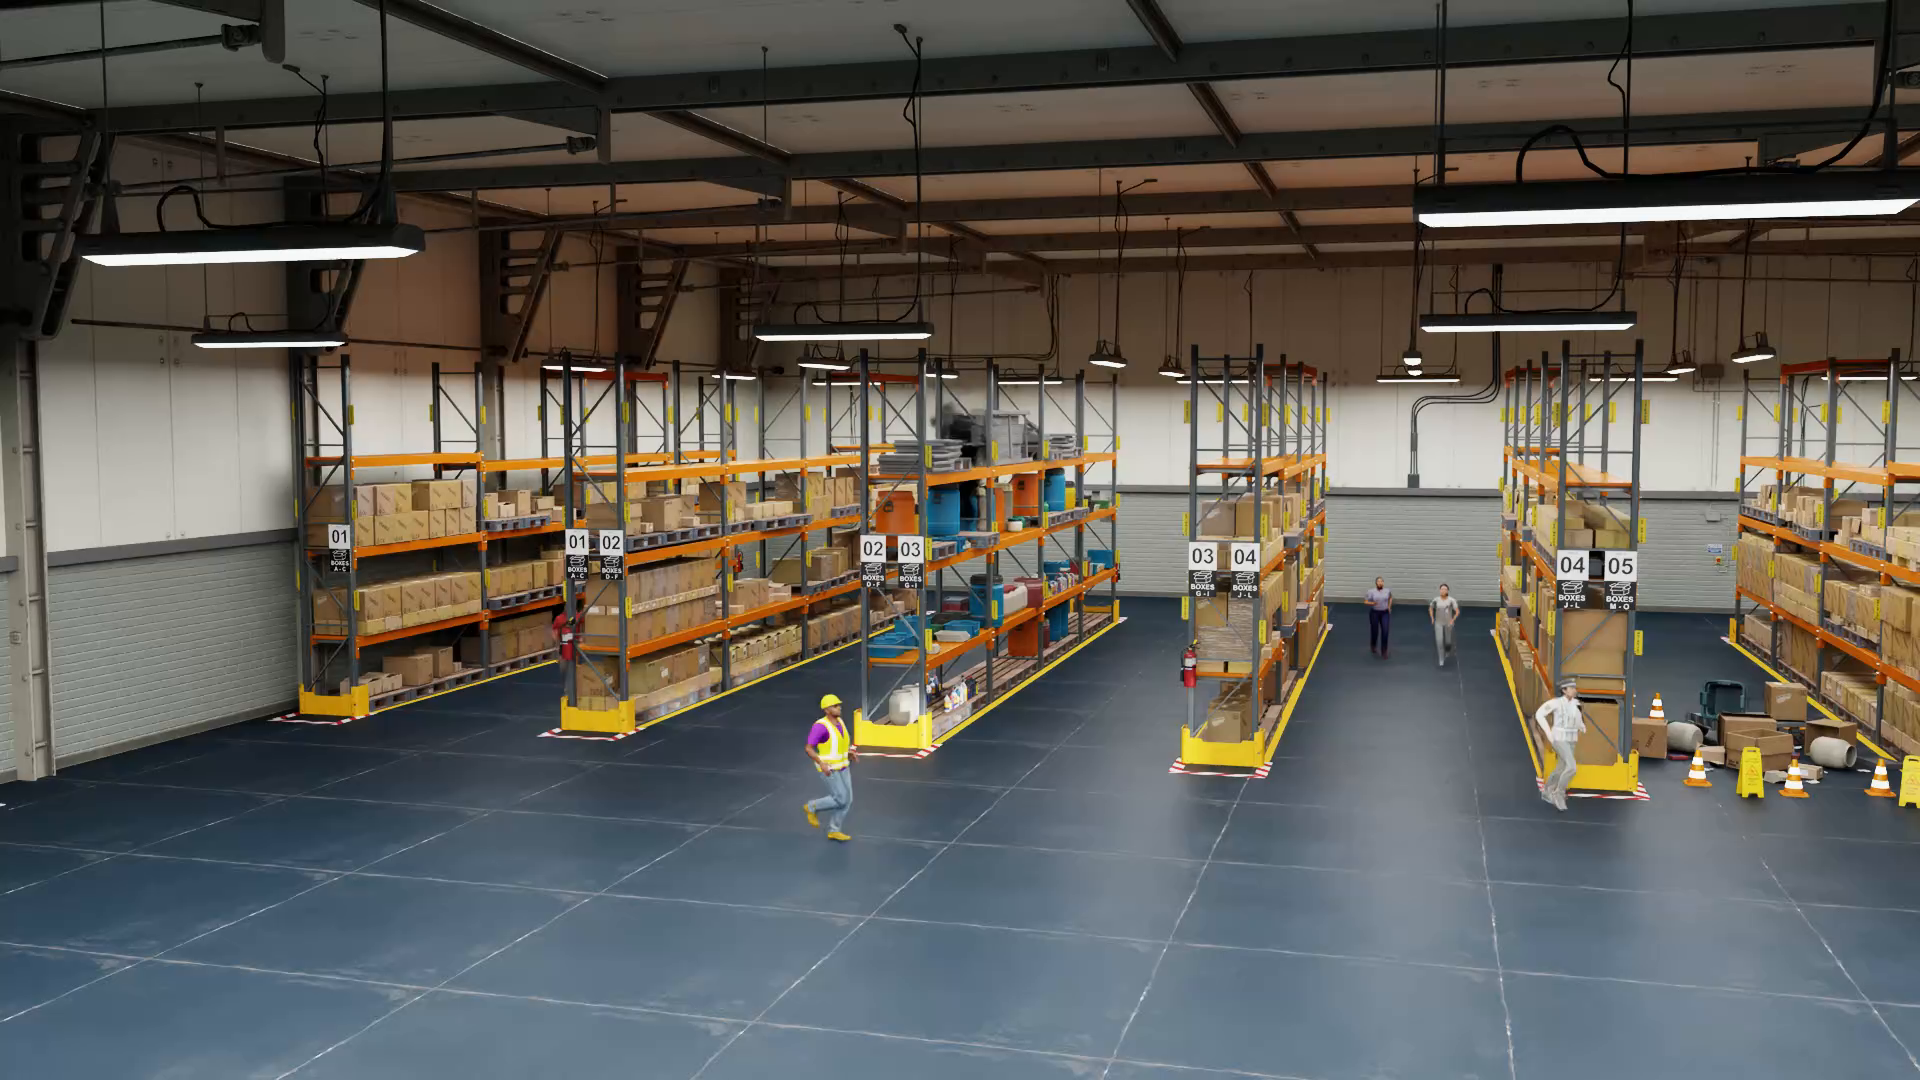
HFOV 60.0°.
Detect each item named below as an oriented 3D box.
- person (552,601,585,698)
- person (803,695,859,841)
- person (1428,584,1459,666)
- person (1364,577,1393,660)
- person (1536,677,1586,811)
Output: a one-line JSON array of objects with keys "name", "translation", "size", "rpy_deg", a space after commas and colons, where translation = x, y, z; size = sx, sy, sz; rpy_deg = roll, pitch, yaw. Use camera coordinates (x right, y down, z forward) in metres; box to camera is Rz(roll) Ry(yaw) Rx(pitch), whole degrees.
[{"name": "person", "translation": [-6.944, 1.921, 29.570], "size": [0.665, 1.700, 0.923], "rpy_deg": [0, 4, 2]}, {"name": "person", "translation": [-1.533, 2.676, 19.630], "size": [0.589, 1.721, 0.702], "rpy_deg": [2, 5, 30]}, {"name": "person", "translation": [9.687, 1.683, 33.321], "size": [0.600, 1.632, 0.769], "rpy_deg": [2, 5, 20]}, {"name": "person", "translation": [8.663, 1.588, 34.394], "size": [0.602, 1.670, 0.886], "rpy_deg": [0, 4, 6]}, {"name": "person", "translation": [7.681, 2.585, 21.166], "size": [0.607, 1.714, 0.649], "rpy_deg": [-2, 5, -29]}]
